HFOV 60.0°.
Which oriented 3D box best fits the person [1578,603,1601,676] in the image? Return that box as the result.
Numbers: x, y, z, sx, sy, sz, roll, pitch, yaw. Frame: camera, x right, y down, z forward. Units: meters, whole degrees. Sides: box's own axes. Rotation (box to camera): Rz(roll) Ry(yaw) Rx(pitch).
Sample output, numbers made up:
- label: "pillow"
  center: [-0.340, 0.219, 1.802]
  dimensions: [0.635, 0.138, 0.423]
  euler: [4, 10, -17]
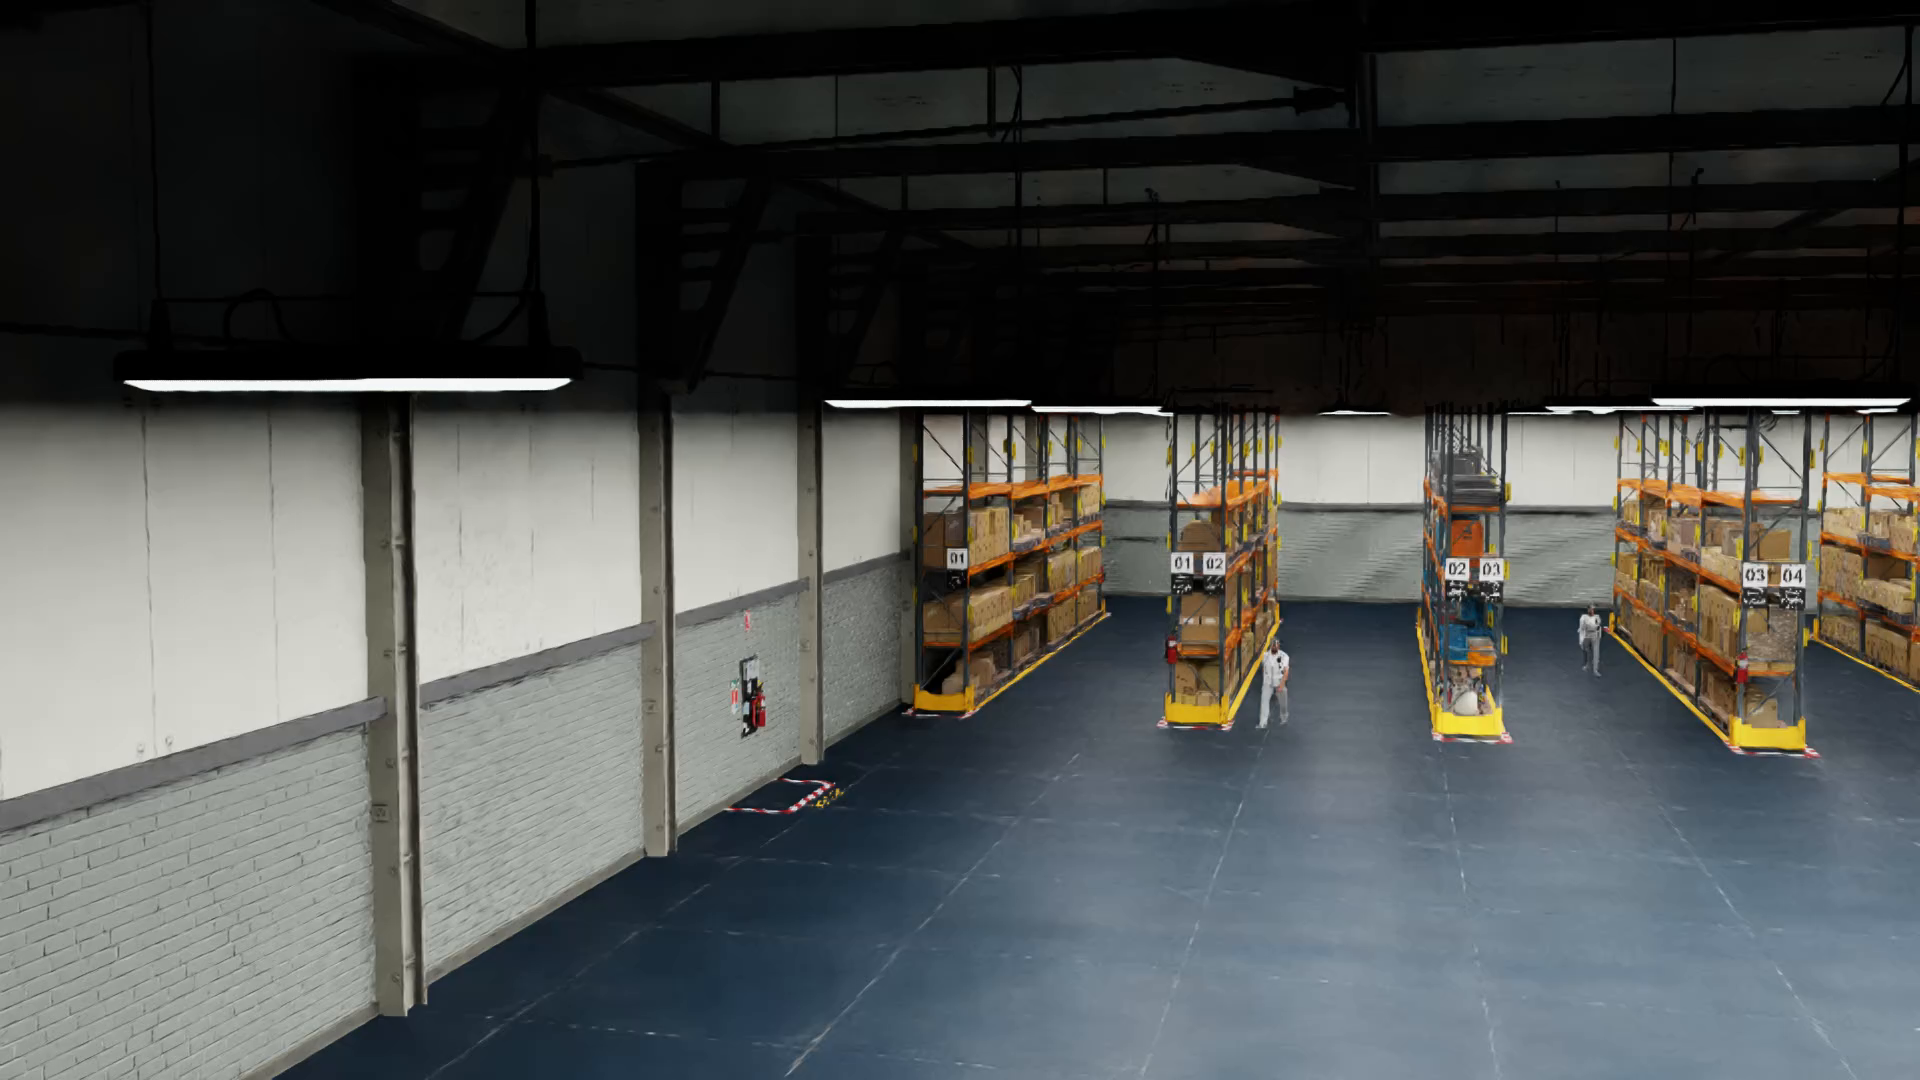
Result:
- label: "person"
  center: [13.994, 2.178, 36.946]
  dimensions: [0.496, 1.584, 1.072]
  euler: [1, 4, 17]

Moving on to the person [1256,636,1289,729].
- label: "person"
  center: [5.781, 2.598, 30.522]
  dimensions: [0.534, 1.705, 1.032]
  euler: [2, 5, 24]

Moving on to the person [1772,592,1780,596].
- label: "person"
  center: [20.498, 1.790, 41.845]
  dimensions: [0.372, 1.668, 0.582]
  euler: [2, 5, 22]
